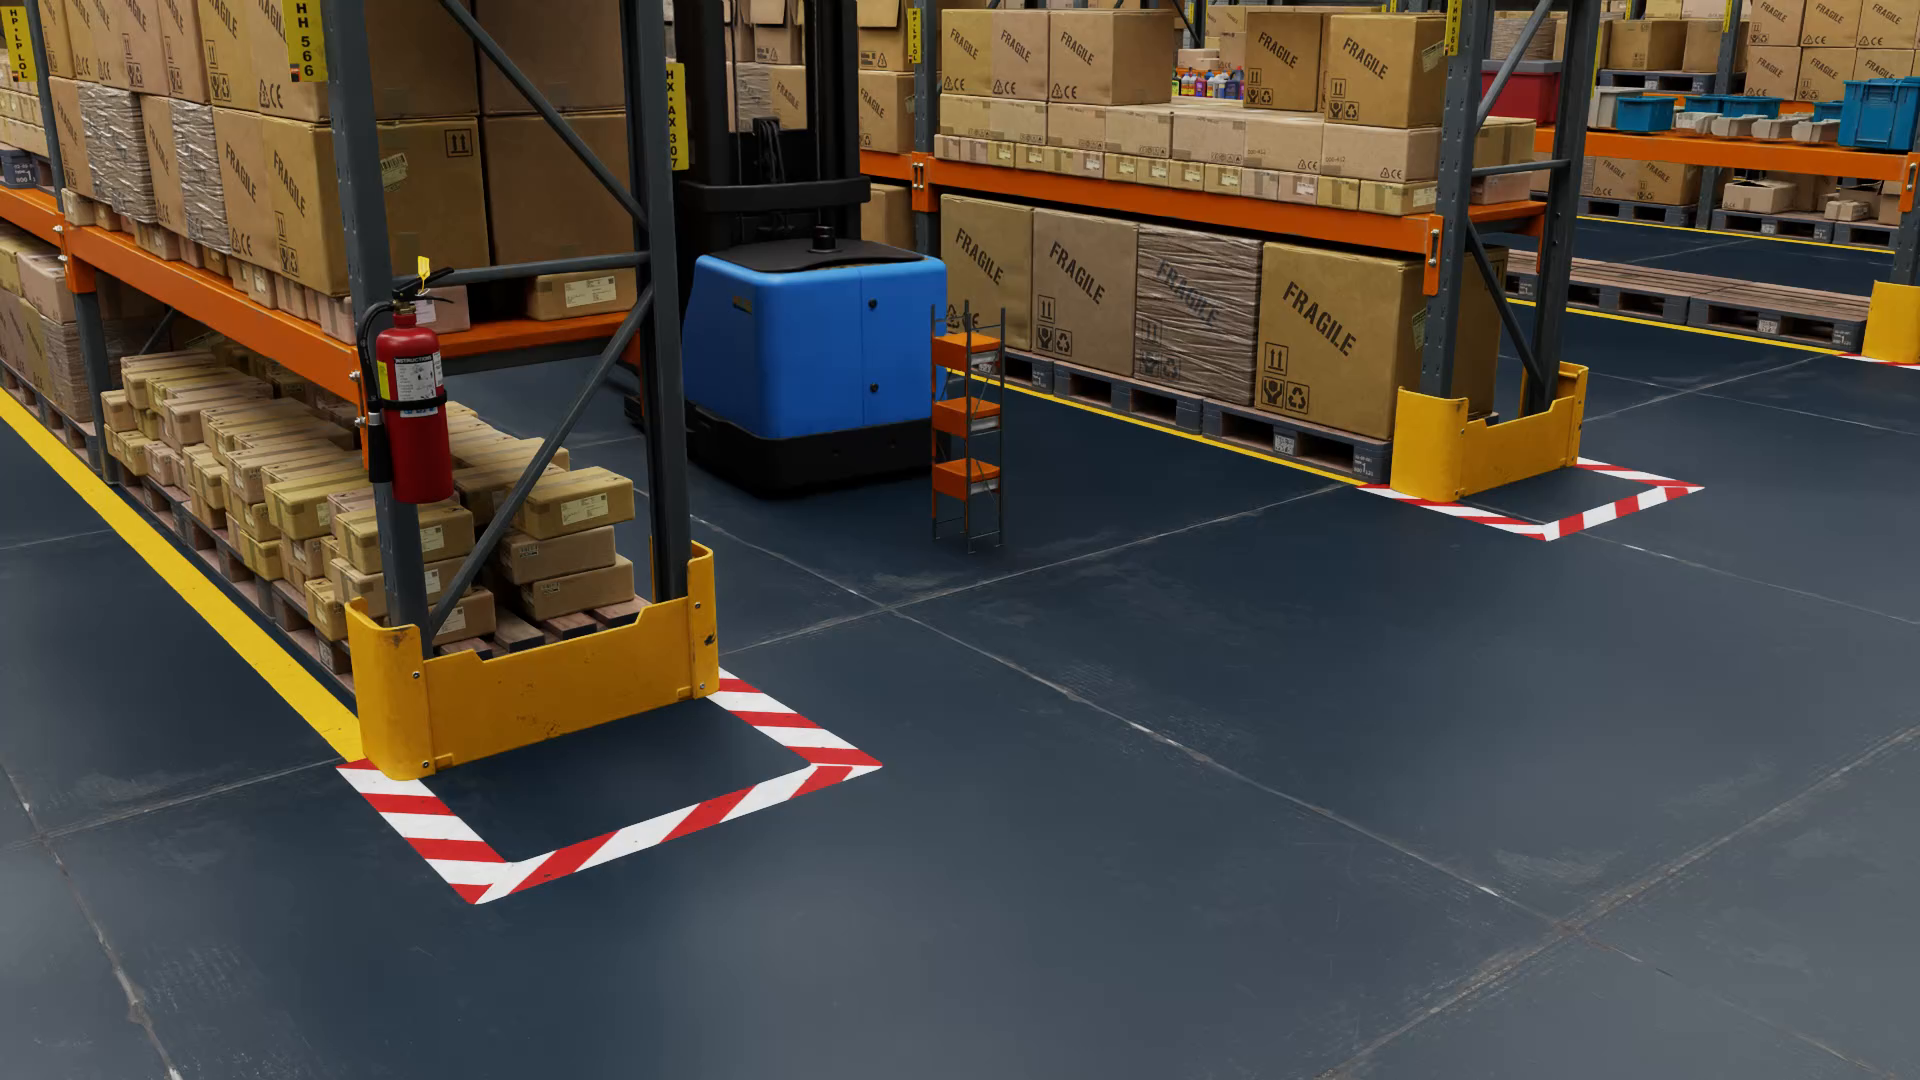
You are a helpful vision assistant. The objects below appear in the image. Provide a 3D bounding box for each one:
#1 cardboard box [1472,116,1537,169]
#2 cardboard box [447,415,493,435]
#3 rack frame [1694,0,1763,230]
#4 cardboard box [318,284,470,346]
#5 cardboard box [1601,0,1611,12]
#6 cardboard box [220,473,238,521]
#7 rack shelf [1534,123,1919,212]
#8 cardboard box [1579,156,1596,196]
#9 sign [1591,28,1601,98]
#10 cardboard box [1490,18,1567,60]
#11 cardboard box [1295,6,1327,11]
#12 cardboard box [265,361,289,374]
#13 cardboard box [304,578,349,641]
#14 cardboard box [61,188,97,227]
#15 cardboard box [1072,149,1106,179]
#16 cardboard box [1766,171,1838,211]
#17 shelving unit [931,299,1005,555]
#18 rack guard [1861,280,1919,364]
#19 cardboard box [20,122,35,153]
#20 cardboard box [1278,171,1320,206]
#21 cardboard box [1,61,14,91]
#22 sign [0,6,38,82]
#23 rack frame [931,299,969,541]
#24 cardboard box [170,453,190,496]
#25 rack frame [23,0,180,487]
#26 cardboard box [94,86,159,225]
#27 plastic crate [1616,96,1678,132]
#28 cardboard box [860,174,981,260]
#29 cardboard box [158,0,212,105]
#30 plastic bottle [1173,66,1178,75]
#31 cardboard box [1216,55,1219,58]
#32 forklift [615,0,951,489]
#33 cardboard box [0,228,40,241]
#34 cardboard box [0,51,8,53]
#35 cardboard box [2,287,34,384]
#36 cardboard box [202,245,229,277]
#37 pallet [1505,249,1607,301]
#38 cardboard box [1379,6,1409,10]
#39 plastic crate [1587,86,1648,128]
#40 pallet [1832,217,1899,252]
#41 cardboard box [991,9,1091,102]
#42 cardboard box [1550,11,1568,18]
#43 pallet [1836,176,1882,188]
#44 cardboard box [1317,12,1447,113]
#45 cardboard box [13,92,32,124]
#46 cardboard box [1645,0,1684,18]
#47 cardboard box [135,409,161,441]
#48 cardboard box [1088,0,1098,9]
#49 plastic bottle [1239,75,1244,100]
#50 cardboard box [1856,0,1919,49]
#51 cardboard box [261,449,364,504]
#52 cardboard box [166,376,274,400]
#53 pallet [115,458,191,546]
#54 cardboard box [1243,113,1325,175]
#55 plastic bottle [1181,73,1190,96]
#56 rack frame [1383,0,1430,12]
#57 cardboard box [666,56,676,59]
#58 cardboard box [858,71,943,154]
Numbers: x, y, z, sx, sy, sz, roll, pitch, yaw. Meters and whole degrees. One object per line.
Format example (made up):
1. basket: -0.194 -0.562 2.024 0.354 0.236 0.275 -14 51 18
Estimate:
1. cardboard box: 2.535 -1.995 8.380 0.500 0.250 0.500 -15 23 -38
2. cardboard box: -2.093 -0.381 6.662 0.380 0.149 0.250 -13 22 -34
3. rack frame: 7.906 -4.672 16.700 1.000 3.000 0.127 -14 23 -36
4. cardboard box: -1.753 -0.717 5.154 0.380 0.149 0.250 -14 23 -36
5. cardboard box: 8.854 -7.345 22.882 0.250 0.149 0.380 16 24 39
6. cardboard box: -2.681 -0.192 6.564 0.380 0.149 0.250 -13 22 -33
7. rack shelf: 5.263 -2.872 12.408 1.077 0.370 4.000 -14 23 -36
8. cardboard box: 6.764 -4.007 17.968 0.500 0.500 0.500 -14 23 -35
9. sign: 3.060 -2.309 8.061 0.100 0.325 0.005 -14 23 -36
10. cardboard box: 6.320 -5.509 18.399 0.700 0.500 0.500 -9 20 -26
11. cardboard box: 5.665 -8.209 26.397 0.500 0.500 0.500 -15 23 -38
12. cardboard box: -3.038 -0.773 7.845 0.380 0.149 0.250 -14 23 -37
13. cardboard box: -2.059 0.211 5.821 0.380 0.149 0.250 -13 22 -34
14. cardboard box: -3.893 -1.543 7.651 0.380 0.149 0.250 -13 22 -34
15. cardboard box: 0.866 -2.163 9.523 0.380 0.149 0.250 -14 23 -35
16. cardboard box: 8.482 -3.609 16.767 0.500 0.500 0.500 -14 23 -36
17. shelving unit: 0.033 -0.485 7.158 0.215 1.050 0.252 -14 23 -36
18. rack guard: 6.529 -1.530 11.189 1.175 0.500 0.348 -14 23 -36
19. cardboard box: -4.685 -2.123 8.734 0.380 0.149 0.250 -15 24 -39
20. cardboard box: 1.824 -1.784 8.378 0.380 0.149 0.250 -14 23 -36
21. cardboard box: -4.854 -2.476 8.852 0.380 0.149 0.250 -15 23 -38
22. sign: -4.246 -2.237 7.504 0.100 0.325 0.005 -14 23 -36
23. rack frame: -0.043 -0.515 7.248 0.200 1.050 0.008 -14 23 -36
24. cardboard box: -3.281 -0.320 7.425 0.380 0.149 0.250 -15 23 -37
25. rack frame: -3.813 -1.796 8.015 1.000 3.000 0.127 -14 23 -36
26. cardboard box: -3.105 -1.562 6.676 0.500 0.500 0.500 -15 23 -37
27. plastic crate: 5.028 -3.125 12.200 0.416 0.233 0.300 -14 23 -36
28. cardboard box: -0.275 -2.084 11.596 1.225 0.875 0.875 -14 23 -36
29. cardboard box: -2.453 -1.789 5.772 0.500 0.500 0.500 -13 22 -33
30. plastic bottle: 2.123 -4.620 16.728 0.061 0.283 0.133 -14 23 -36
31. cardboard box: 3.629 -6.399 22.128 0.396 0.266 0.258 -15 23 -37
32. forklift: -1.224 -2.048 8.885 1.130 2.935 3.031 -10 21 -29
33. cardboard box: -5.446 -1.684 9.792 0.500 0.250 0.500 -14 23 -36
34. cardboard box: -5.843 -2.866 10.030 0.380 0.149 0.250 -14 23 -36
35. cardboard box: -5.103 -1.196 9.511 0.500 0.500 0.500 -15 23 -37
36. cardboard box: -2.661 -1.113 6.353 0.380 0.149 0.250 -13 23 -35
37. pallet: 4.508 -2.209 13.697 1.003 0.211 1.213 -14 23 -36
38. cardboard box: 6.692 -8.062 25.951 0.500 0.500 0.500 -15 23 -37
39. plastic crate: 4.824 -3.266 12.547 0.437 0.282 0.530 -14 23 -36
40. pallet: 9.093 -2.878 15.718 1.003 0.211 1.213 -14 23 -36
41. cardboard box: 0.535 -2.875 9.844 0.500 0.500 0.500 -14 23 -36
42. cardboard box: 8.635 -7.128 23.258 0.700 0.500 0.500 -17 25 -41
43. pallet: 11.249 -4.491 20.591 1.003 0.211 1.213 -14 23 -36
44. cardboard box: 2.225 -2.474 8.634 0.500 0.500 0.500 -15 23 -37
45. cardboard box: -4.704 -2.270 8.704 0.380 0.149 0.250 -15 23 -38
46. cardboard box: 9.401 -7.010 21.904 0.500 0.250 0.500 -13 23 -35
47. cardboard box: -3.611 -0.587 7.757 0.380 0.149 0.250 -14 23 -36
48. cardboard box: 2.033 -7.662 23.508 0.700 0.500 0.500 -14 23 -36
49. plastic bottle: 2.576 -4.037 14.969 0.061 0.283 0.133 -14 23 -36
50. cardboard box: 8.617 -4.769 15.244 0.500 0.500 0.500 -15 23 -38
51. cardboard box: -2.339 -0.208 6.141 0.380 0.149 0.250 -15 24 -38
52. cardboard box: -3.261 -0.607 7.346 0.380 0.149 0.250 -15 23 -38
53. pallet: -3.368 -0.314 7.975 1.003 0.211 1.213 -14 23 -36
54. cardboard box: 1.798 -2.017 8.446 0.500 0.250 0.500 -14 23 -37
55. plastic bottle: 2.116 -4.223 15.550 0.097 0.271 0.097 0 18 0
56. rack frame: 6.820 -7.611 25.576 1.000 3.000 0.127 -14 23 -36
57. cardboard box: -2.257 -3.600 13.303 0.500 0.500 0.500 -13 22 -35
58. cardboard box: -0.366 -2.849 11.035 0.500 0.500 0.500 -14 23 -36
